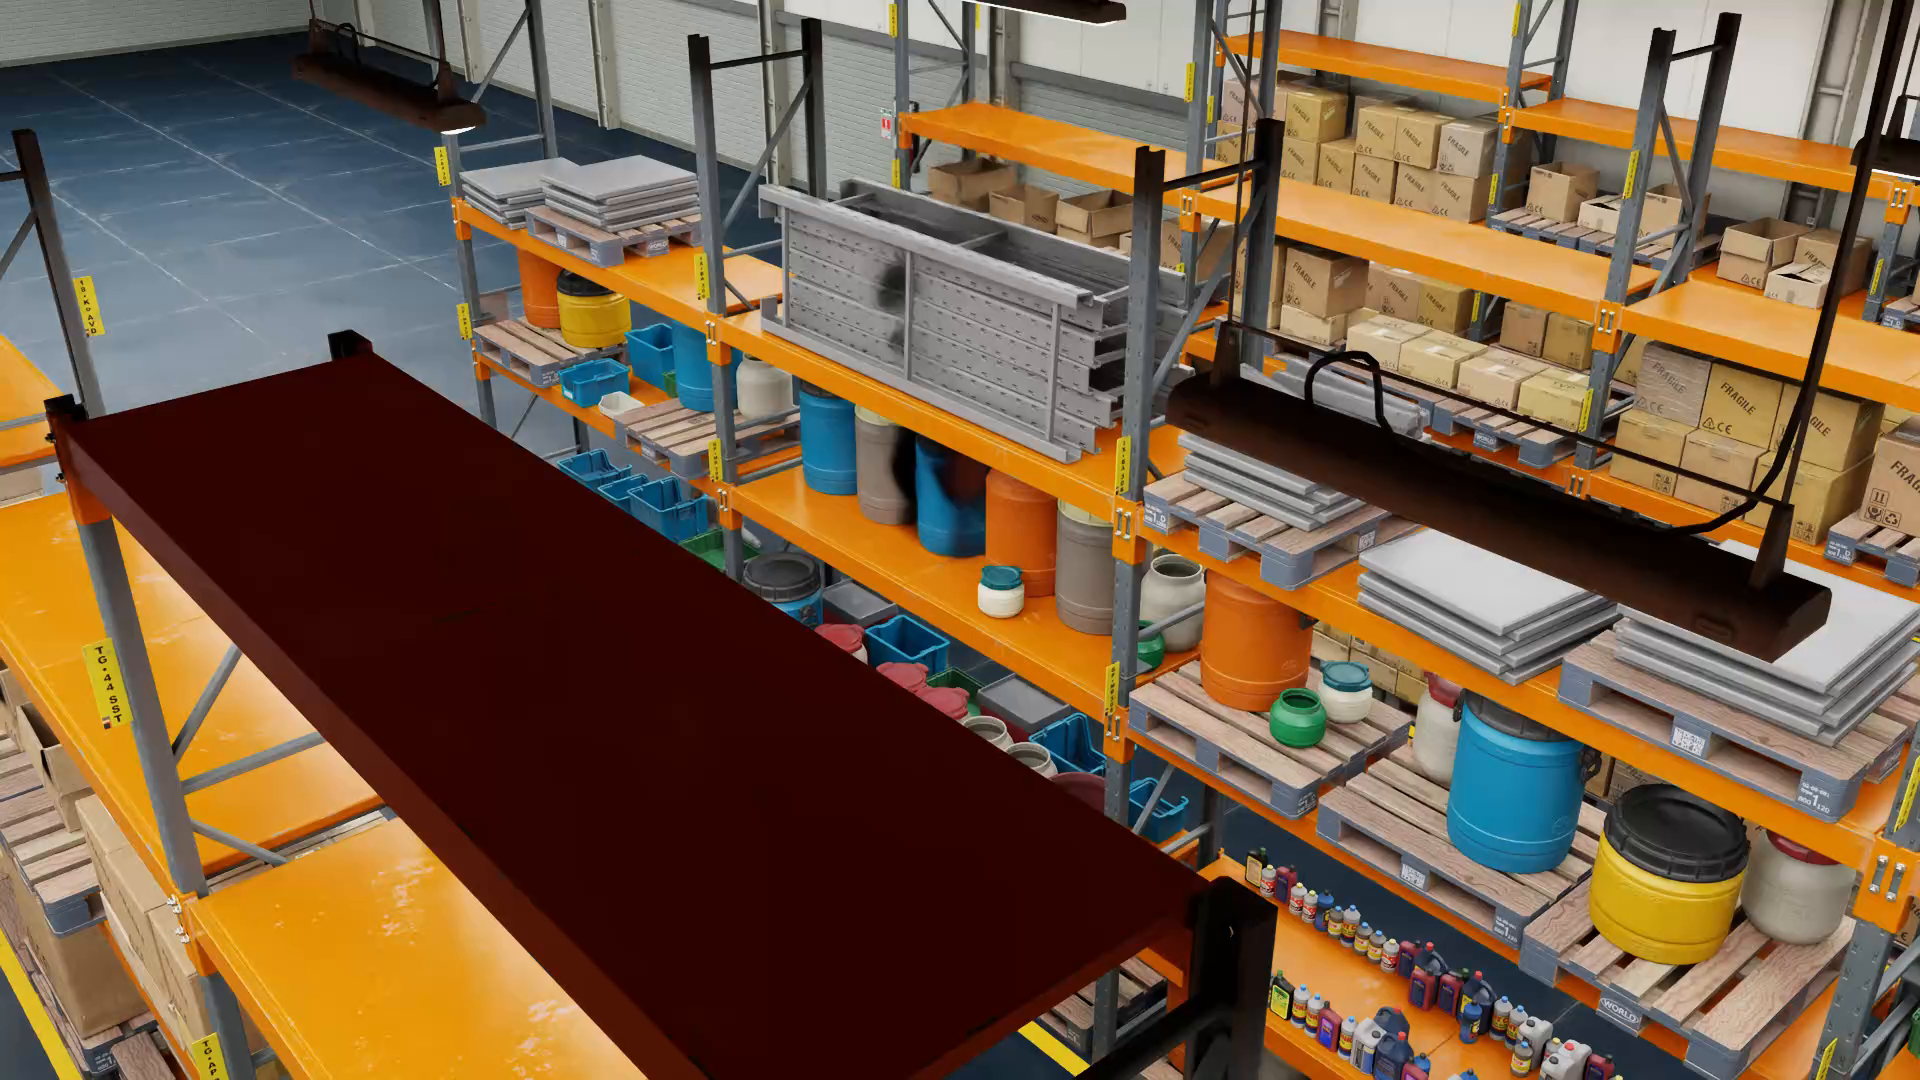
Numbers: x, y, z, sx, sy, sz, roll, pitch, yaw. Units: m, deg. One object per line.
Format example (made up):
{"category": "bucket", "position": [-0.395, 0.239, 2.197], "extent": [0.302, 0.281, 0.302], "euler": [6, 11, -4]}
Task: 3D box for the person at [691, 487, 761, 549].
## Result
{"category": "person", "position": [-2.435, -0.438, 16.629], "extent": [0.739, 1.683, 0.610], "euler": [17, 31, 29]}
